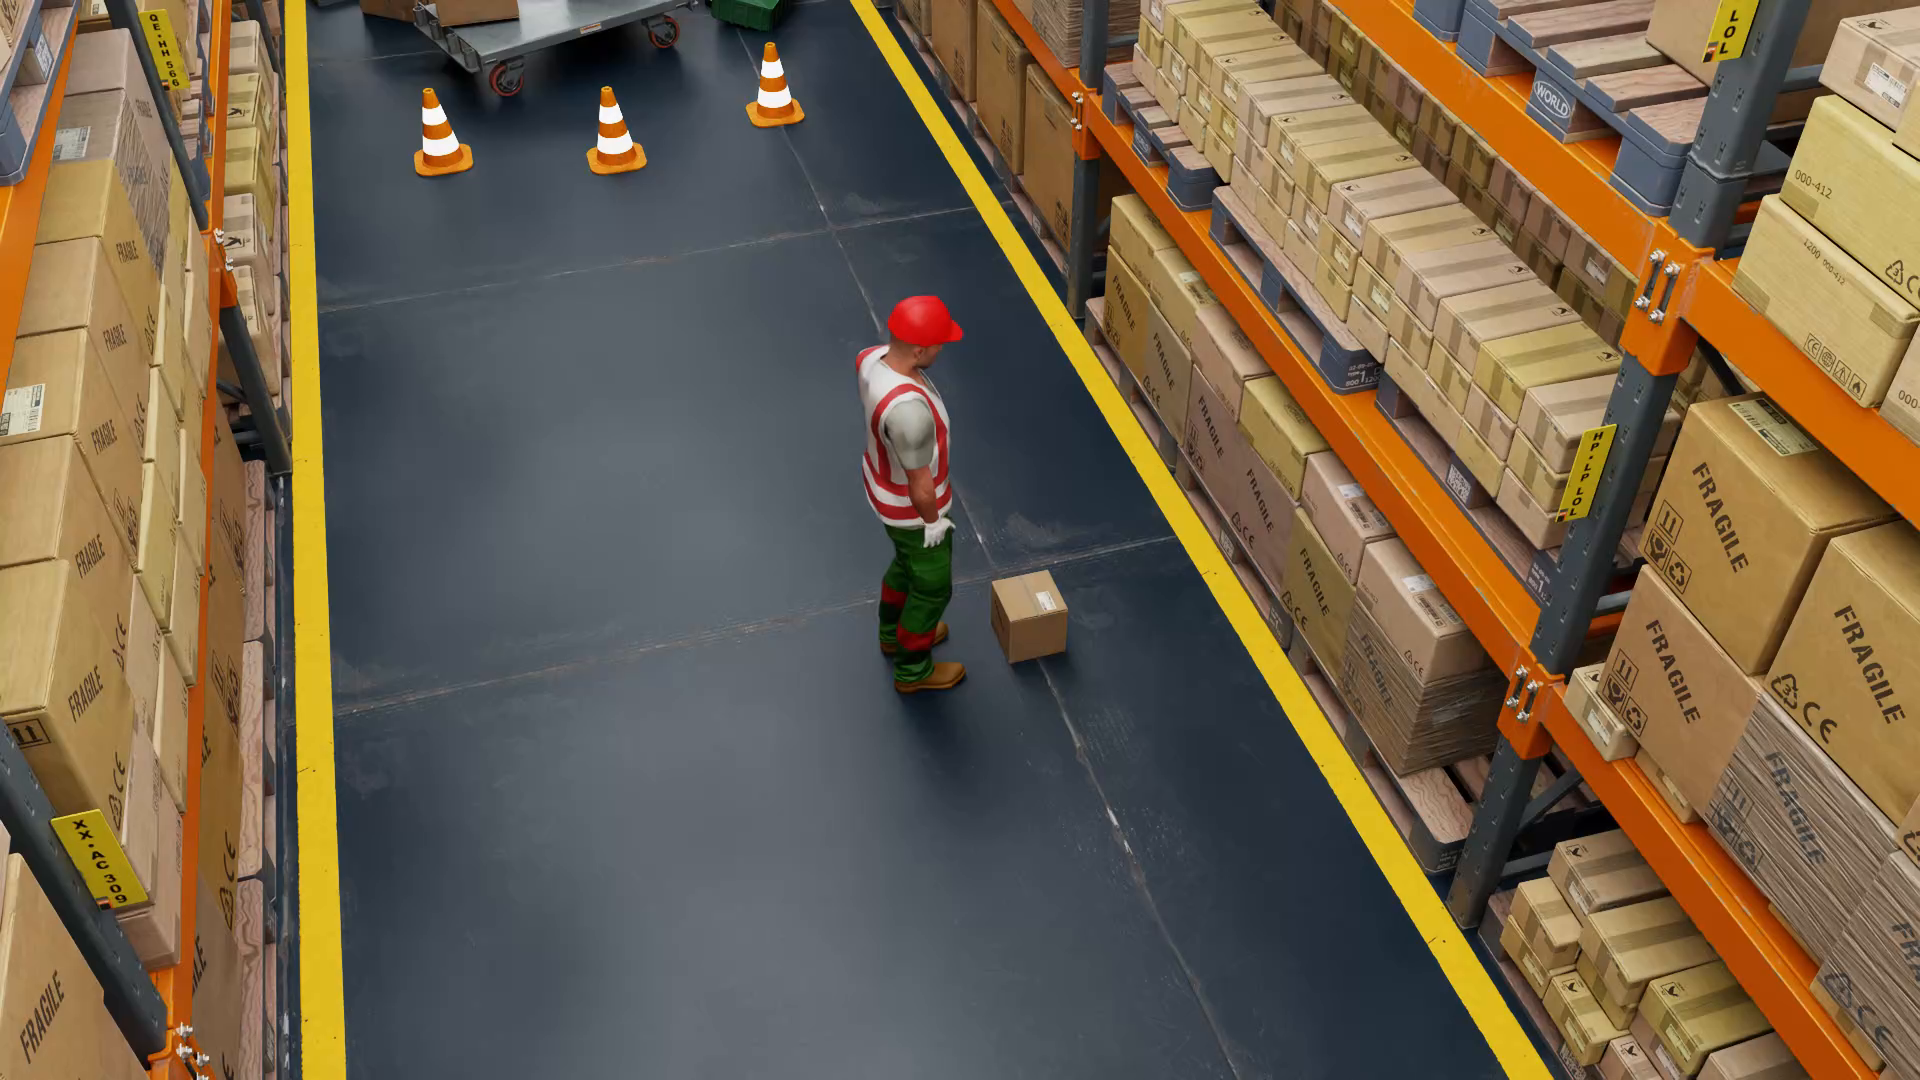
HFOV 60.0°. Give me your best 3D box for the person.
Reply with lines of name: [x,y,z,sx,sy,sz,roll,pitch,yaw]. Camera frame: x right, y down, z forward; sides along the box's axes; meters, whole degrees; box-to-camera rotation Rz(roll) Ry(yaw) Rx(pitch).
person: [-0.171,-0.172,6.347,0.377,1.770,0.531,-11,43,-12]
